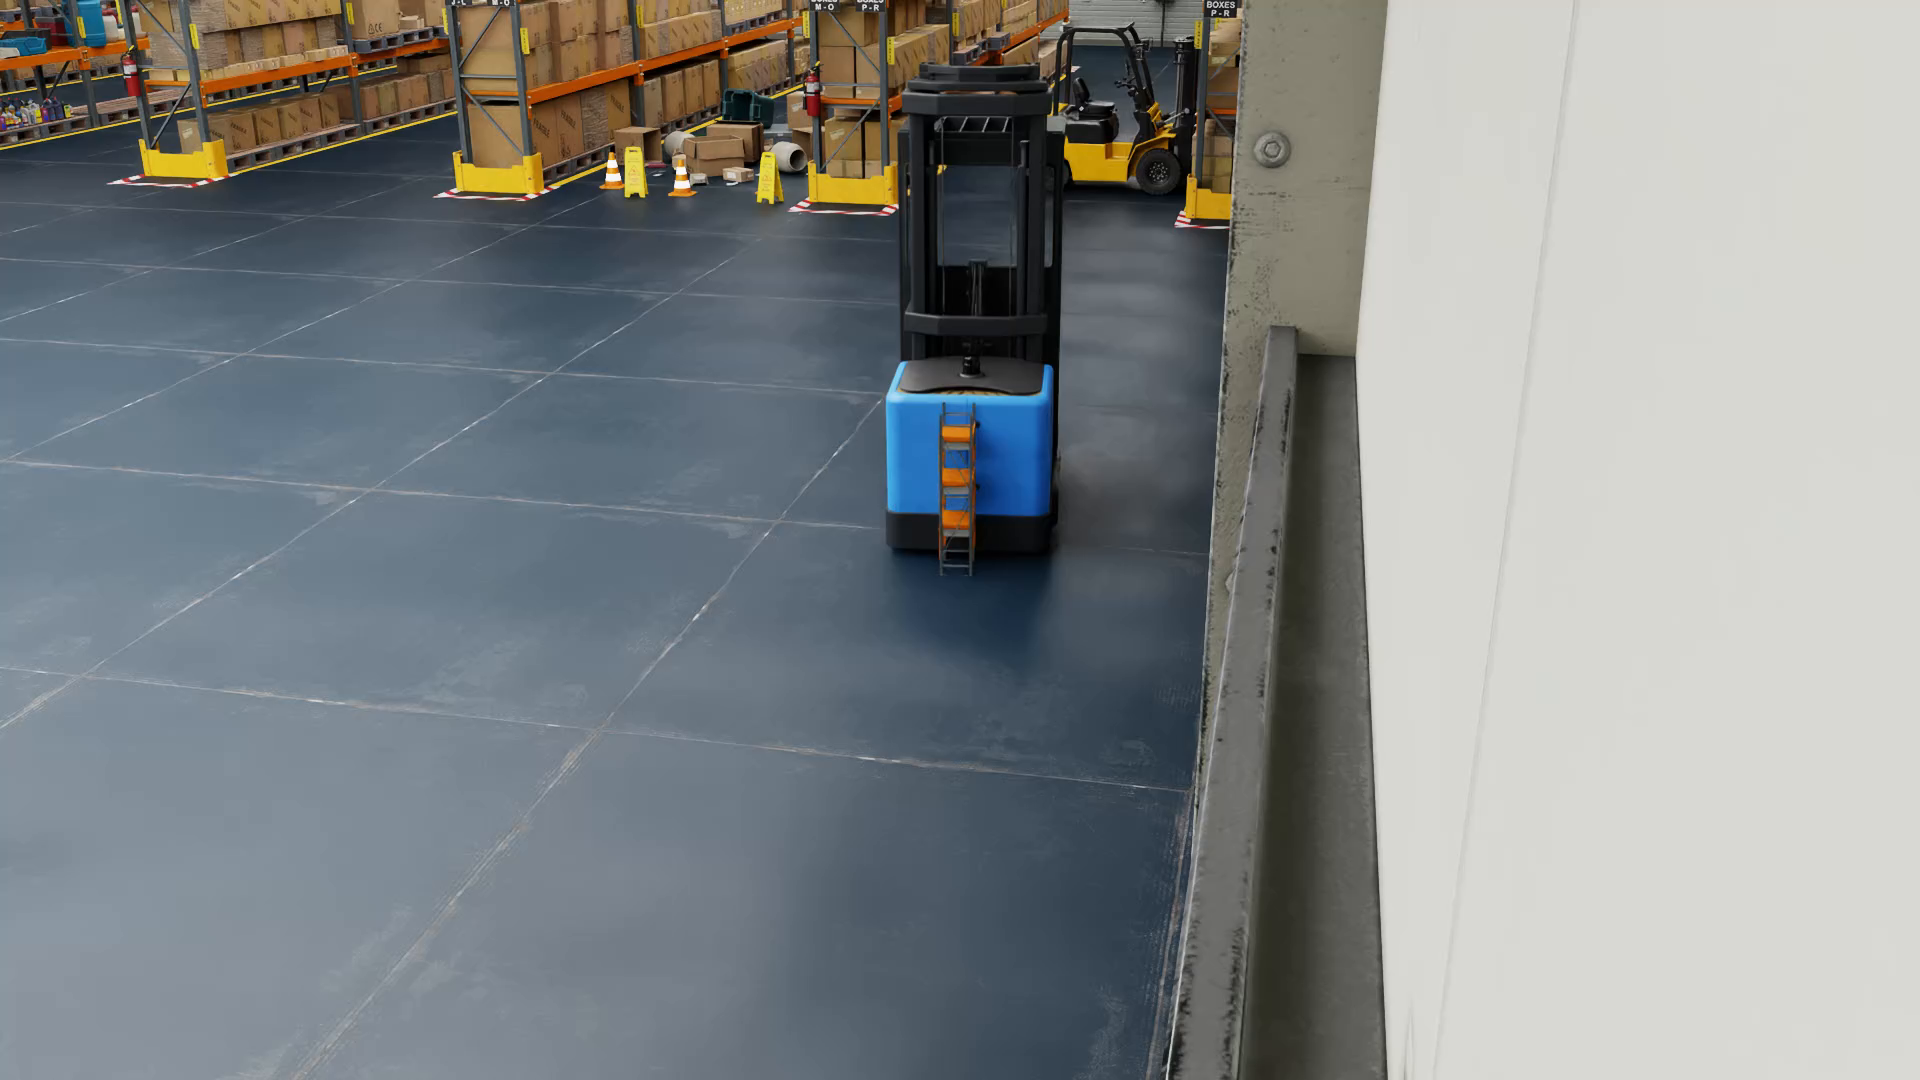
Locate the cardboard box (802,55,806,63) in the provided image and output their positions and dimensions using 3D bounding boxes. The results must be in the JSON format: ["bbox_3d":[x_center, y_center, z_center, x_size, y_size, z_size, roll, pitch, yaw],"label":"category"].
[{"bbox_3d":[-3.410,-9.985,34.503,0.380,0.149,0.250,3,22,8],"label":"cardboard box"}]

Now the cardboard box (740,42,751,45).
[{"bbox_3d":[-4.349,-9.515,32.259,0.500,0.250,0.500,5,22,12],"label":"cardboard box"}]

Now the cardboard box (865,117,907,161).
[{"bbox_3d":[-0.976,-5.398,22.371,0.500,0.500,0.500,4,22,9],"label":"cardboard box"}]

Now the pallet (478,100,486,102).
[{"bbox_3d":[-9.250,-8.518,31.737,1.003,0.211,1.213,4,22,11],"label":"pallet"}]

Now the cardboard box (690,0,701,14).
[{"bbox_3d":[-4.853,-9.276,28.413,0.700,0.500,0.500,4,22,10],"label":"cardboard box"}]

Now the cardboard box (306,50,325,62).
[{"bbox_3d":[-10.169,-7.571,25.989,0.380,0.149,0.250,4,22,11],"label":"cardboard box"}]

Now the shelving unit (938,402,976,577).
[{"bbox_3d":[-0.016,-0.306,10.222,0.215,1.050,0.252,2,22,4],"label":"shelving unit"}]

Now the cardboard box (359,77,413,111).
[{"bbox_3d":[-9.925,-7.712,28.758,0.700,0.500,0.500,3,22,6],"label":"cardboard box"}]

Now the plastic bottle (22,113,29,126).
[{"bbox_3d":[-15.139,-6.800,26.894,0.097,0.201,0.097,0,22,0],"label":"plastic bottle"}]

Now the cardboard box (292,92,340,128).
[{"bbox_3d":[-10.422,-6.959,26.915,0.500,0.500,0.500,4,22,9],"label":"cardboard box"}]

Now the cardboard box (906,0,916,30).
[{"bbox_3d":[-1.027,-7.630,23.927,0.700,0.500,0.500,5,22,11],"label":"cardboard box"}]

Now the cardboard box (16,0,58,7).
[{"bbox_3d":[-18.790,-11.086,33.683,0.700,0.500,0.500,9,24,21],"label":"cardboard box"}]

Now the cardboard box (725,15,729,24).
[{"bbox_3d":[-4.361,-9.341,29.820,0.380,0.149,0.250,4,22,10],"label":"cardboard box"}]

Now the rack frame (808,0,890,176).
[{"bbox_3d":[-1.416,-5.848,21.374,1.000,3.000,0.127,4,22,11],"label":"rack frame"}]

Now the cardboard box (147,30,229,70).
[{"bbox_3d":[-10.978,-6.987,23.670,0.875,0.500,0.500,4,22,11],"label":"cardboard box"}]

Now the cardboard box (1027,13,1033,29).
[{"bbox_3d":[1.083,-9.798,31.382,0.500,0.250,0.500,4,22,10],"label":"cardboard box"}]

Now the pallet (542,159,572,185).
[{"bbox_3d":[-6.196,-5.193,23.481,1.003,0.211,1.213,4,22,11],"label":"pallet"}]

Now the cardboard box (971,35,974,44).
[{"bbox_3d":[0.011,-7.949,26.364,0.380,0.149,0.250,5,22,11],"label":"cardboard box"}]

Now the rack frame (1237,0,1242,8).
[{"bbox_3d":[5.077,-8.397,27.702,1.000,3.000,0.127,4,22,11],"label":"rack frame"}]

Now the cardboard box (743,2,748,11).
[{"bbox_3d":[-4.147,-9.873,30.742,0.380,0.149,0.250,4,22,11],"label":"cardboard box"}]

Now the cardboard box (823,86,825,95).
[{"bbox_3d":[-1.606,-5.986,22.052,0.380,0.149,0.250,4,22,10],"label":"cardboard box"}]

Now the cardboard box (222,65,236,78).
[{"bbox_3d":[-10.690,-6.753,23.958,0.380,0.149,0.250,4,22,11],"label":"cardboard box"}]

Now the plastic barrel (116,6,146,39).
[{"bbox_3d":[-14.590,-9.109,29.288,0.433,0.535,0.433,0,22,0],"label":"plastic barrel"}]

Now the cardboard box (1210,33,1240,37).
[{"bbox_3d":[3.426,-6.483,21.550,0.380,0.149,0.250,5,22,12],"label":"cardboard box"}]

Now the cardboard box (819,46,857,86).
[{"bbox_3d":[-1.575,-6.252,21.845,0.500,0.500,0.500,4,22,10],"label":"cardboard box"}]

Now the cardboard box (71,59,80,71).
[{"bbox_3d":[-18.499,-10.041,34.543,0.500,0.500,0.500,4,22,9],"label":"cardboard box"}]

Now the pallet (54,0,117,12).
[{"bbox_3d":[-18.636,-11.376,35.356,1.003,0.211,1.213,4,22,11],"label":"pallet"}]

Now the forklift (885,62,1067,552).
[{"bbox_3d":[0.154,-1.791,11.392,1.130,2.935,3.031,2,22,4],"label":"forklift"}]

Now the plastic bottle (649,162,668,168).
[{"bbox_3d":[-4.440,-5.521,24.496,0.283,0.061,0.133,-3,22,-8],"label":"plastic bottle"}]

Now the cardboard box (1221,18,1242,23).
[{"bbox_3d":[3.905,-7.325,23.641,0.380,0.149,0.250,5,22,12],"label":"cardboard box"}]

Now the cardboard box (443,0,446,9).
[{"bbox_3d":[-9.556,-9.570,29.919,0.500,0.500,0.500,2,22,4],"label":"cardboard box"}]

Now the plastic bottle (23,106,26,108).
[{"bbox_3d":[-15.210,-6.941,27.134,0.061,0.283,0.133,4,22,11],"label":"plastic bottle"}]

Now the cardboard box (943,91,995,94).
[{"bbox_3d":[0.091,-7.544,28.540,0.950,0.372,0.625,3,22,7],"label":"cardboard box"}]

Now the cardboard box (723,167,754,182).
[{"bbox_3d":[-3.126,-5.159,23.478,0.380,0.149,0.250,18,28,38],"label":"cardboard box"}]

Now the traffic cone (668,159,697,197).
[{"bbox_3d":[-3.747,-4.887,22.384,0.336,0.463,0.334,4,22,11],"label":"traffic cone"}]

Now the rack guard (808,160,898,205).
[{"bbox_3d":[-1.400,-4.716,21.910,1.175,0.500,0.348,4,22,11],"label":"rack guard"}]

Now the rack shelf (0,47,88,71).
[{"bbox_3d":[-15.558,-7.379,26.138,1.077,0.370,4.000,4,22,11],"label":"rack shelf"}]

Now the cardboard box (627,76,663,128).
[{"bbox_3d":[-5.428,-7.037,26.774,1.050,0.750,0.750,4,22,11],"label":"cardboard box"}]

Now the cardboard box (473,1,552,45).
[{"bbox_3d":[-6.147,-7.100,22.836,0.875,0.550,0.550,4,22,11],"label":"cardboard box"}]

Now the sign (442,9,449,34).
[{"bbox_3d":[-6.811,-6.882,22.074,0.100,0.325,0.005,4,22,11],"label":"sign"}]

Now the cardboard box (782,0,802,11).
[{"bbox_3d":[-3.486,-10.923,33.444,0.500,0.500,0.500,4,22,10],"label":"cardboard box"}]

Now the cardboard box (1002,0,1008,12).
[{"bbox_3d":[0.557,-9.446,28.835,0.500,0.500,0.500,4,22,9],"label":"cardboard box"}]

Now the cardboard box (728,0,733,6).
[{"bbox_3d":[-4.314,-9.721,29.969,0.380,0.149,0.250,4,22,9],"label":"cardboard box"}]

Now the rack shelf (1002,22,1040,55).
[{"bbox_3d":[0.625,-9.172,30.589,1.077,0.370,4.000,4,22,11],"label":"rack shelf"}]

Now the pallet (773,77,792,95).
[{"bbox_3d":[-3.991,-8.999,32.930,1.003,0.211,1.213,4,22,11],"label":"pallet"}]

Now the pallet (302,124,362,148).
[{"bbox_3d":[-10.404,-6.525,26.786,1.003,0.211,1.213,4,22,11],"label":"pallet"}]

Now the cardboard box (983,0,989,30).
[{"bbox_3d":[0.199,-8.591,27.090,0.500,0.500,0.500,3,22,7],"label":"cardboard box"}]

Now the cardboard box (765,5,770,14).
[{"bbox_3d":[-3.878,-10.217,31.997,0.380,0.149,0.250,3,22,8],"label":"cardboard box"}]

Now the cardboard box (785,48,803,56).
[{"bbox_3d":[-3.443,-10.028,34.211,0.380,0.149,0.250,4,22,10],"label":"cardboard box"}]

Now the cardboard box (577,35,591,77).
[{"bbox_3d":[-5.855,-6.992,24.014,0.875,0.550,0.500,4,22,11],"label":"cardboard box"}]

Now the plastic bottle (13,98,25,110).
[{"bbox_3d":[-15.580,-7.145,27.550,0.144,0.351,0.185,4,22,11],"label":"plastic bottle"}]

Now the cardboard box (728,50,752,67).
[{"bbox_3d":[-4.169,-8.917,30.773,0.500,0.250,0.500,4,22,10],"label":"cardboard box"}]

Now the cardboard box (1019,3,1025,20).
[{"bbox_3d":[0.898,-9.657,30.364,0.500,0.250,0.500,5,22,12],"label":"cardboard box"}]
